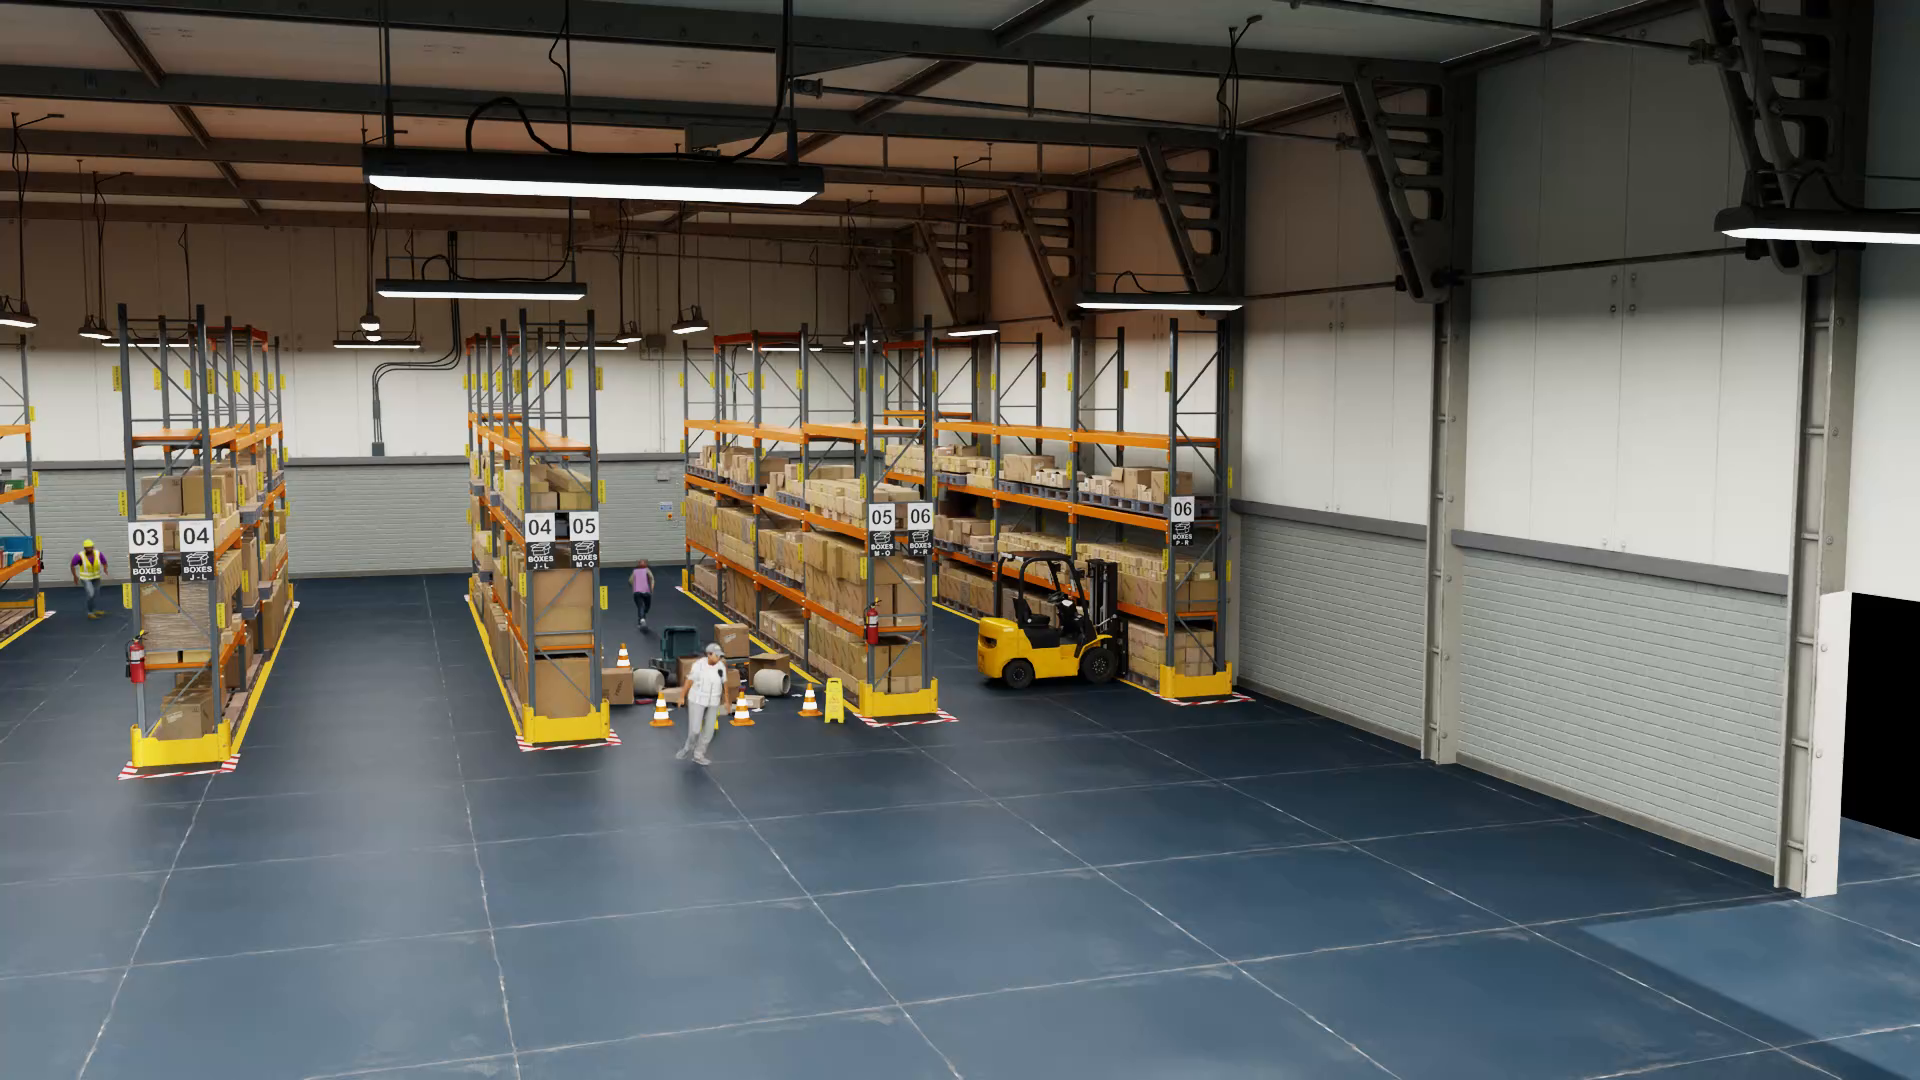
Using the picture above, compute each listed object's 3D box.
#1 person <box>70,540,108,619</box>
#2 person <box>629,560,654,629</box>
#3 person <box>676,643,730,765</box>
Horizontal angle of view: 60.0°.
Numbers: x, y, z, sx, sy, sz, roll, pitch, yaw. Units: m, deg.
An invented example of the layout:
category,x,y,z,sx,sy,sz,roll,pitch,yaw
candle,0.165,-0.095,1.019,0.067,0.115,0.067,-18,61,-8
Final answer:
category,x,y,z,sx,sy,sz,roll,pitch,yaw
person,-18.442,0.837,35.341,0.851,1.716,0.698,3,6,31
person,-6.445,1.142,33.609,0.528,1.399,1.030,-1,5,-5
person,-3.344,2.151,21.730,0.649,1.627,0.589,-3,6,-31
